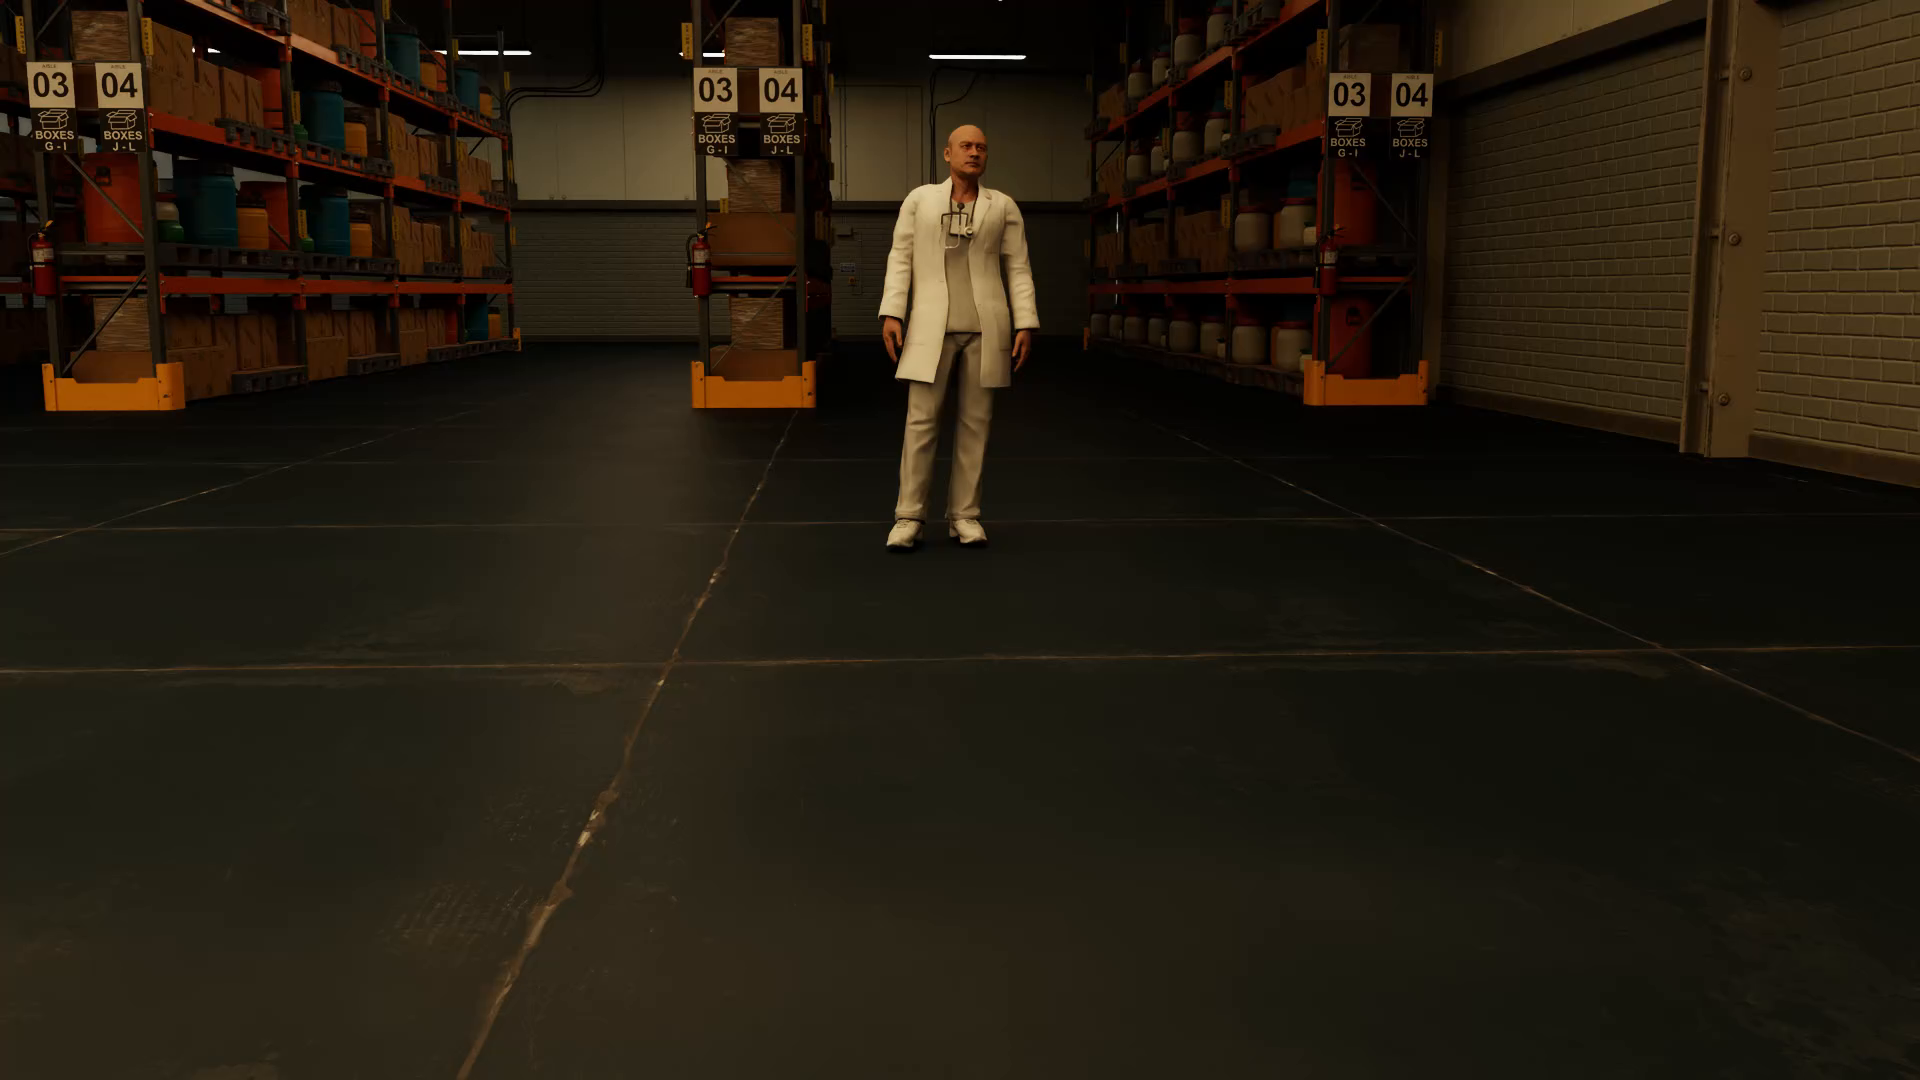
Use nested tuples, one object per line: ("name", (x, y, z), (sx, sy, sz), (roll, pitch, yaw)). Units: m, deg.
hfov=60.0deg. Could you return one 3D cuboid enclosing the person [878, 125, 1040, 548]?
("person", (0.002, -0.873, 7.088), (0.698, 1.778, 0.578), (-1, 8, -4))
